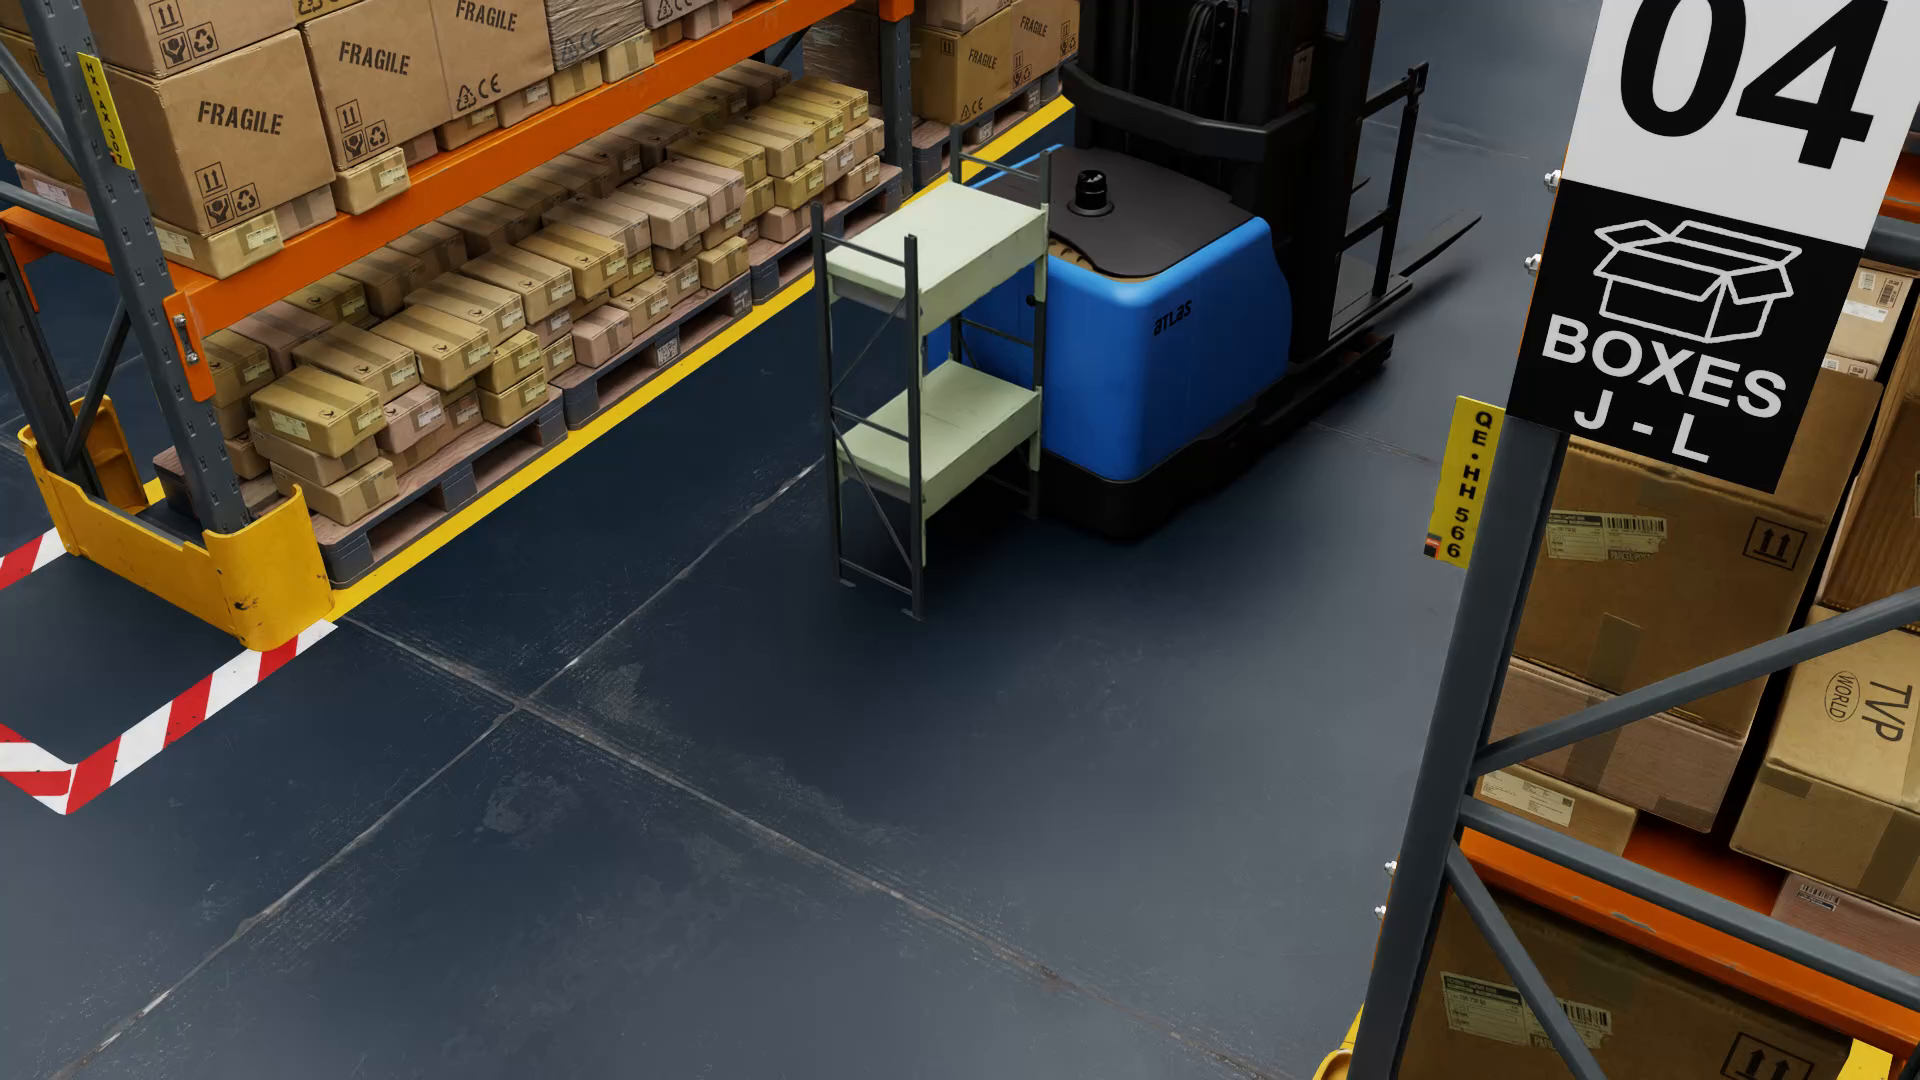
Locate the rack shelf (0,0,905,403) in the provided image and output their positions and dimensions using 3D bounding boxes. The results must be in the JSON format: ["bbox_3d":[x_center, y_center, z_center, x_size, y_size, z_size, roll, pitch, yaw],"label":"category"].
[{"bbox_3d":[-1.765,-1.772,6.681,1.077,0.370,4.000,21,42,25],"label":"rack shelf"}]

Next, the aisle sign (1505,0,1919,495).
[{"bbox_3d":[1.006,-0.442,2.237,0.394,0.787,0.004,21,42,25],"label":"aisle sign"}]

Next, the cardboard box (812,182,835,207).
[{"bbox_3d":[-0.826,-1.705,7.996,0.380,0.149,0.250,22,43,26],"label":"cardboard box"}]

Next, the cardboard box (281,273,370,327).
[{"bbox_3d":[-2.552,-0.940,6.517,0.380,0.149,0.250,20,42,24],"label":"cardboard box"}]

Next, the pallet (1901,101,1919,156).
[{"bbox_3d":[1.686,-0.890,2.563,1.003,0.211,1.213,21,42,25],"label":"pallet"}]

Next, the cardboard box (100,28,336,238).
[{"bbox_3d":[-2.363,-1.324,5.185,0.500,0.500,0.500,23,43,27],"label":"cardboard box"}]

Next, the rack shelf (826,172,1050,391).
[{"bbox_3d":[-0.081,-0.870,5.511,0.431,0.370,0.720,24,44,28],"label":"rack shelf"}]

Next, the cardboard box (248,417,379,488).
[{"bbox_3d":[-2.339,-0.367,6.017,0.380,0.149,0.250,23,43,27],"label":"cardboard box"}]

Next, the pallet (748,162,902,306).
[{"bbox_3d":[-1.023,-1.626,8.186,1.003,0.211,1.213,21,42,25],"label":"pallet"}]

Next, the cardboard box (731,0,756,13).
[{"bbox_3d":[-1.085,-2.367,7.070,0.380,0.149,0.250,20,42,24],"label":"cardboard box"}]

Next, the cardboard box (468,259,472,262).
[{"bbox_3d":[-2.098,-1.212,7.113,0.380,0.149,0.250,23,43,27],"label":"cardboard box"}]

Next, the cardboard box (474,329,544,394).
[{"bbox_3d":[-1.859,-0.742,6.503,0.380,0.149,0.250,23,43,26],"label":"cardboard box"}]

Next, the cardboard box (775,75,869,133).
[{"bbox_3d":[-0.664,-2.092,8.011,0.380,0.149,0.250,22,43,26],"label":"cardboard box"}]

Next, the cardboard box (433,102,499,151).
[{"bbox_3d":[-1.906,-1.562,6.025,0.380,0.149,0.250,21,42,25],"label":"cardboard box"}]

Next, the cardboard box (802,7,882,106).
[{"bbox_3d":[-0.510,-2.728,9.036,0.500,0.500,0.500,20,42,24],"label":"cardboard box"}]

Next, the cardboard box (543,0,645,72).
[{"bbox_3d":[-1.556,-2.122,6.220,0.500,0.500,0.500,20,42,24],"label":"cardboard box"}]

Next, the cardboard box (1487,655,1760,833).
[{"bbox_3d":[1.333,0.254,3.343,0.500,0.250,0.500,20,42,24],"label":"cardboard box"}]

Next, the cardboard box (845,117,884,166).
[{"bbox_3d":[-0.594,-1.977,8.105,0.380,0.149,0.250,22,43,26],"label":"cardboard box"}]

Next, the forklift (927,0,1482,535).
[{"bbox_3d":[1.220,-1.992,6.434,1.130,2.935,3.031,29,46,32],"label":"forklift"}]

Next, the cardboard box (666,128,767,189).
[{"bbox_3d":[-1.100,-1.709,7.513,0.380,0.149,0.250,23,43,27],"label":"cardboard box"}]

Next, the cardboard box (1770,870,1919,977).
[{"bbox_3d":[1.766,0.673,3.126,0.380,0.149,0.250,22,43,26],"label":"cardboard box"}]

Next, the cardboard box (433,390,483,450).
[{"bbox_3d":[-2.087,-0.520,6.459,0.380,0.149,0.250,22,43,26],"label":"cardboard box"}]

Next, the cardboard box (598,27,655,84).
[{"bbox_3d":[-1.426,-1.935,6.509,0.380,0.149,0.250,22,43,26],"label":"cardboard box"}]

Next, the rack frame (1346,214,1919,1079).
[{"bbox_3d":[1.297,0.649,2.952,1.000,3.000,0.127,21,42,25],"label":"rack frame"}]

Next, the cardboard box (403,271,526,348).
[{"bbox_3d":[-1.917,-0.882,6.441,0.380,0.149,0.250,19,42,23],"label":"cardboard box"}]

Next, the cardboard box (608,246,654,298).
[{"bbox_3d":[-1.534,-1.199,7.096,0.380,0.149,0.250,23,43,27],"label":"cardboard box"}]

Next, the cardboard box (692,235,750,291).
[{"bbox_3d":[-1.170,-1.278,7.442,0.380,0.149,0.250,21,42,25],"label":"cardboard box"}]

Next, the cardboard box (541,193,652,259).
[{"bbox_3d":[-1.527,-1.303,6.988,0.380,0.149,0.250,21,42,25],"label":"cardboard box"}]

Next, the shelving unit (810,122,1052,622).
[{"bbox_3d":[-0.081,-0.561,5.750,0.431,1.500,0.755,24,44,28],"label":"shelving unit"}]

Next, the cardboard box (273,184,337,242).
[{"bbox_3d":[-2.285,-1.131,5.466,0.380,0.149,0.250,23,43,27],"label":"cardboard box"}]

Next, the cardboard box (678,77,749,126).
[{"bbox_3d":[-1.251,-2.128,8.058,0.380,0.149,0.250,23,43,27],"label":"cardboard box"}]

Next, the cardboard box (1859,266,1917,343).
[{"bbox_3d":[2.424,-0.792,4.699,0.500,0.250,0.500,22,43,26],"label":"cardboard box"}]

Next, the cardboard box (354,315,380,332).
[{"bbox_3d":[-2.518,-0.815,6.597,0.380,0.149,0.250,19,42,23],"label":"cardboard box"}]

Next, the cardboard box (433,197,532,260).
[{"bbox_3d":[-2.028,-1.309,6.995,0.380,0.149,0.250,20,42,24],"label":"cardboard box"}]

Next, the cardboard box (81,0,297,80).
[{"bbox_3d":[-2.372,-1.724,4.885,0.500,0.500,0.500,21,42,25],"label":"cardboard box"}]

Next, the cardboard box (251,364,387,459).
[{"bbox_3d":[-2.269,-0.458,5.891,0.380,0.149,0.250,19,42,23],"label":"cardboard box"}]

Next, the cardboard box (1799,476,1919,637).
[{"bbox_3d":[2.055,0.161,3.463,0.500,0.250,0.500,21,42,25],"label":"cardboard box"}]

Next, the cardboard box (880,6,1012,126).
[{"bbox_3d":[-0.074,-2.558,8.815,0.500,0.500,0.500,23,43,27],"label":"cardboard box"}]

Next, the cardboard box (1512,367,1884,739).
[{"bbox_3d":[1.337,-0.044,3.115,0.500,0.500,0.500,22,43,26],"label":"cardboard box"}]

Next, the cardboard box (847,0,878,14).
[{"bbox_3d":[-0.508,-3.028,8.810,0.500,0.250,0.500,20,42,24],"label":"cardboard box"}]

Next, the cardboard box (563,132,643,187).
[{"bbox_3d":[-1.670,-1.735,7.548,0.380,0.149,0.250,22,43,26],"label":"cardboard box"}]

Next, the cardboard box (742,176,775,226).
[{"bbox_3d":[-1.074,-1.592,7.606,0.380,0.149,0.250,22,43,26],"label":"cardboard box"}]

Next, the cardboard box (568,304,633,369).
[{"bbox_3d":[-1.595,-0.879,6.924,0.380,0.149,0.250,19,42,23],"label":"cardboard box"}]

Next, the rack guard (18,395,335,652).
[{"bbox_3d":[-2.796,-0.075,5.938,1.175,0.500,0.348,21,42,25],"label":"rack guard"}]

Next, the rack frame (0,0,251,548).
[{"bbox_3d":[-2.837,-1.026,5.124,1.000,3.000,0.127,21,42,25],"label":"rack frame"}]
